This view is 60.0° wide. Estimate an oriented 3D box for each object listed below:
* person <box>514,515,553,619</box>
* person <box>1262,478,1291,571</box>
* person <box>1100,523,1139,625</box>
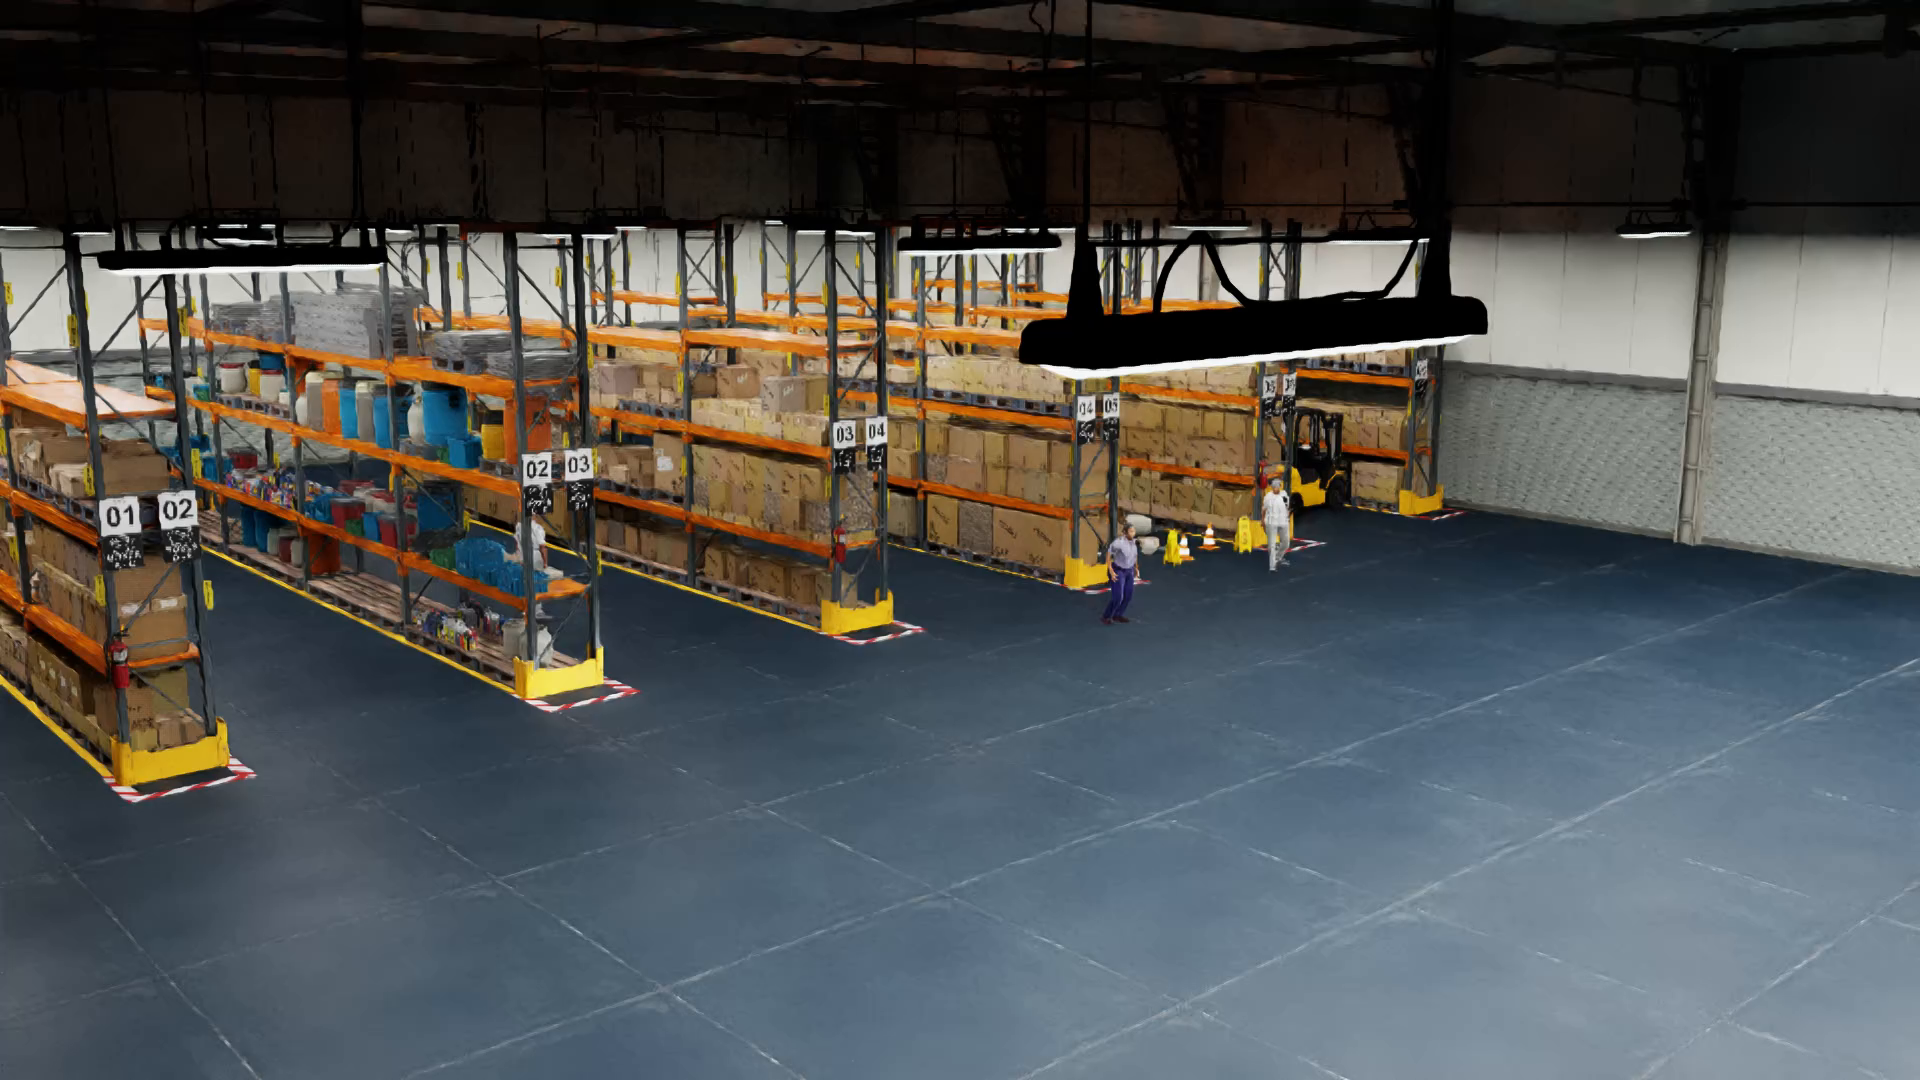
[{"bbox_3d":[-6.609,0.321,25.762,0.626,1.767,0.492,5,13,24],"label":"person"},{"bbox_3d":[5.564,-0.293,29.174,0.553,1.650,0.562,-1,11,-4],"label":"person"},{"bbox_3d":[2.460,0.503,25.387,0.625,1.596,0.510,-11,15,-42],"label":"person"}]
